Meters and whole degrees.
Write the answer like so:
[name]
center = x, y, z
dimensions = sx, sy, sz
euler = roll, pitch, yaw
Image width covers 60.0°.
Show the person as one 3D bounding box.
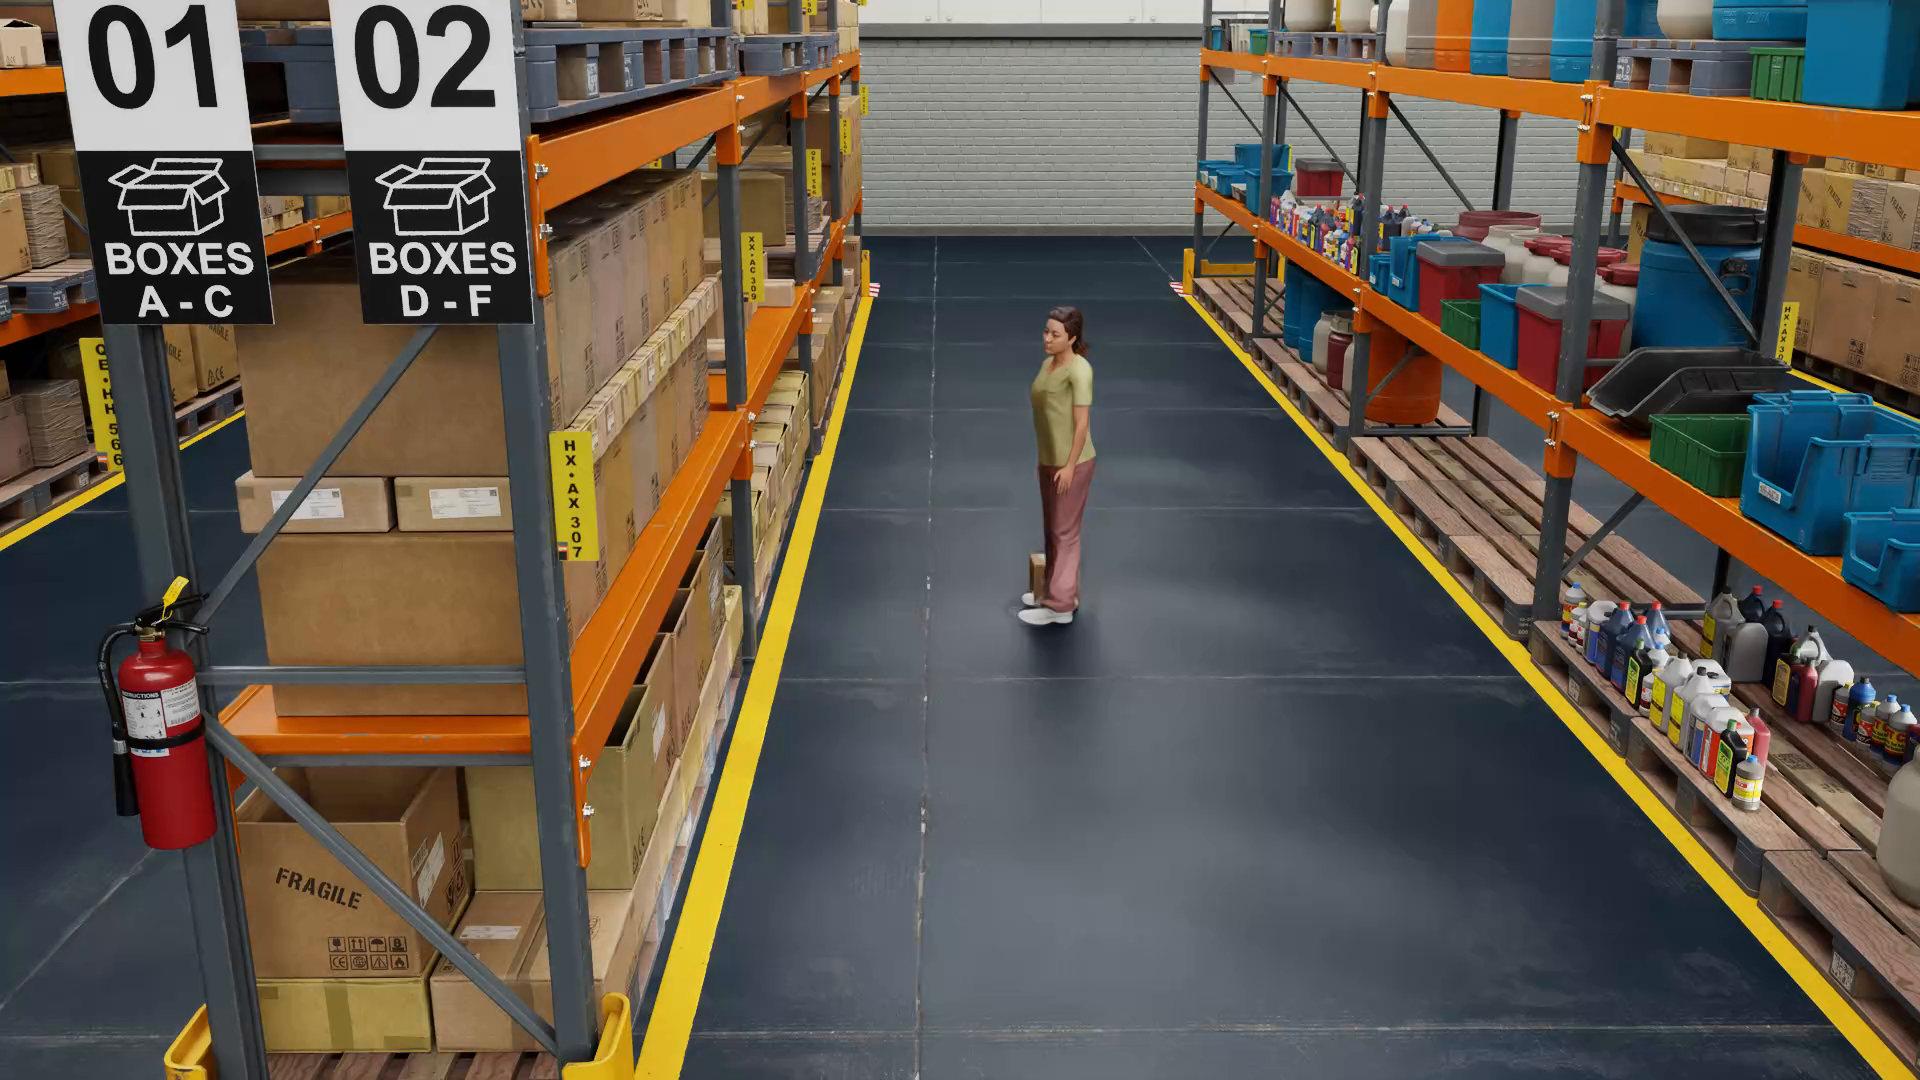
[person]
center = 0.470, -0.392, 8.727
dimensions = 0.455, 1.680, 0.502
euler = -7, 19, -21
